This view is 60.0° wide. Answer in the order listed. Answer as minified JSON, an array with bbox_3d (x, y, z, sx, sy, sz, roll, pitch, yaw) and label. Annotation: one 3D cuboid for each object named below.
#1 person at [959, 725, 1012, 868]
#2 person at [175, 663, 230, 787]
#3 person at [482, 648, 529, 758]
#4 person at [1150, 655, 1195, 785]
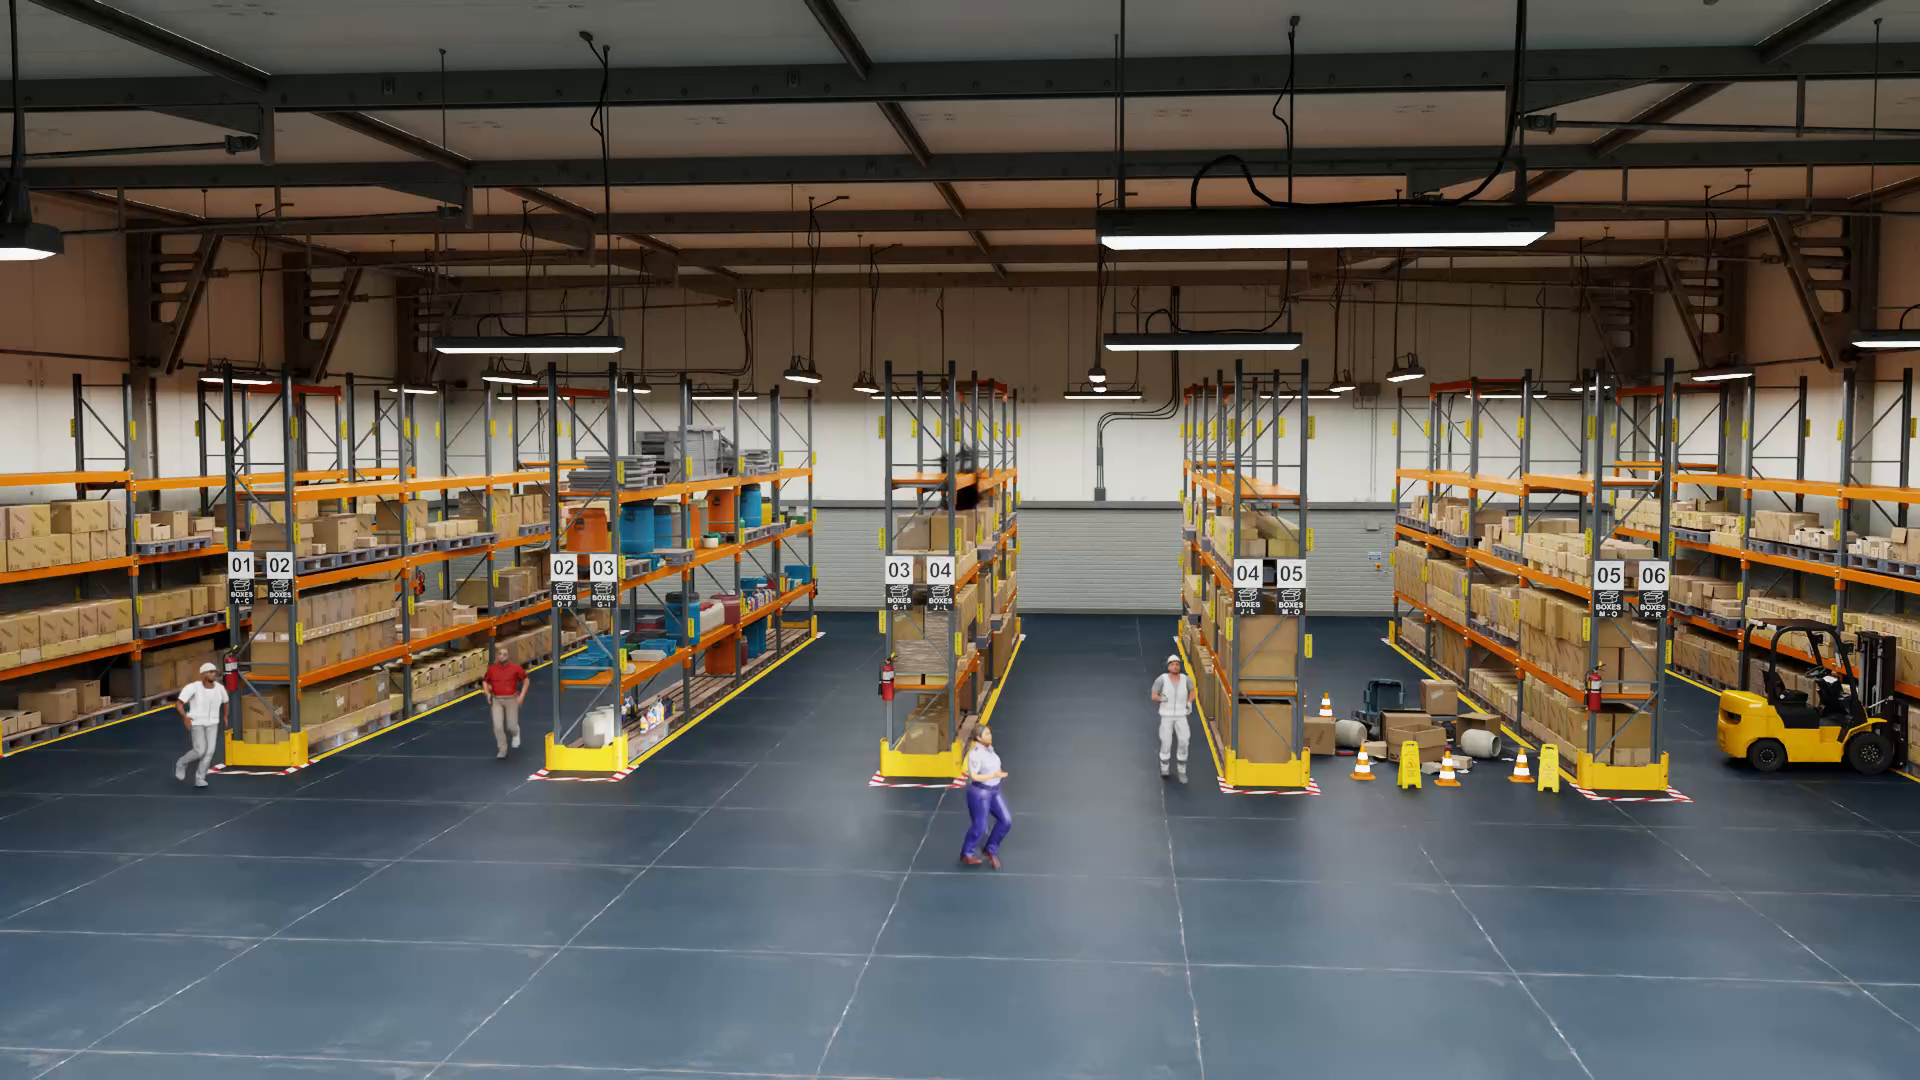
[{"bbox_3d":[0.305,2.944,18.999,0.661,1.676,0.586,2,4,33],"label":"person"},{"bbox_3d":[-10.710,2.597,23.592,0.600,1.714,0.744,3,5,36],"label":"person"},{"bbox_3d":[-6.976,2.478,25.540,0.710,1.672,0.631,0,4,-4],"label":"person"},{"bbox_3d":[3.047,2.548,23.682,0.661,1.822,0.669,0,4,0],"label":"person"}]
